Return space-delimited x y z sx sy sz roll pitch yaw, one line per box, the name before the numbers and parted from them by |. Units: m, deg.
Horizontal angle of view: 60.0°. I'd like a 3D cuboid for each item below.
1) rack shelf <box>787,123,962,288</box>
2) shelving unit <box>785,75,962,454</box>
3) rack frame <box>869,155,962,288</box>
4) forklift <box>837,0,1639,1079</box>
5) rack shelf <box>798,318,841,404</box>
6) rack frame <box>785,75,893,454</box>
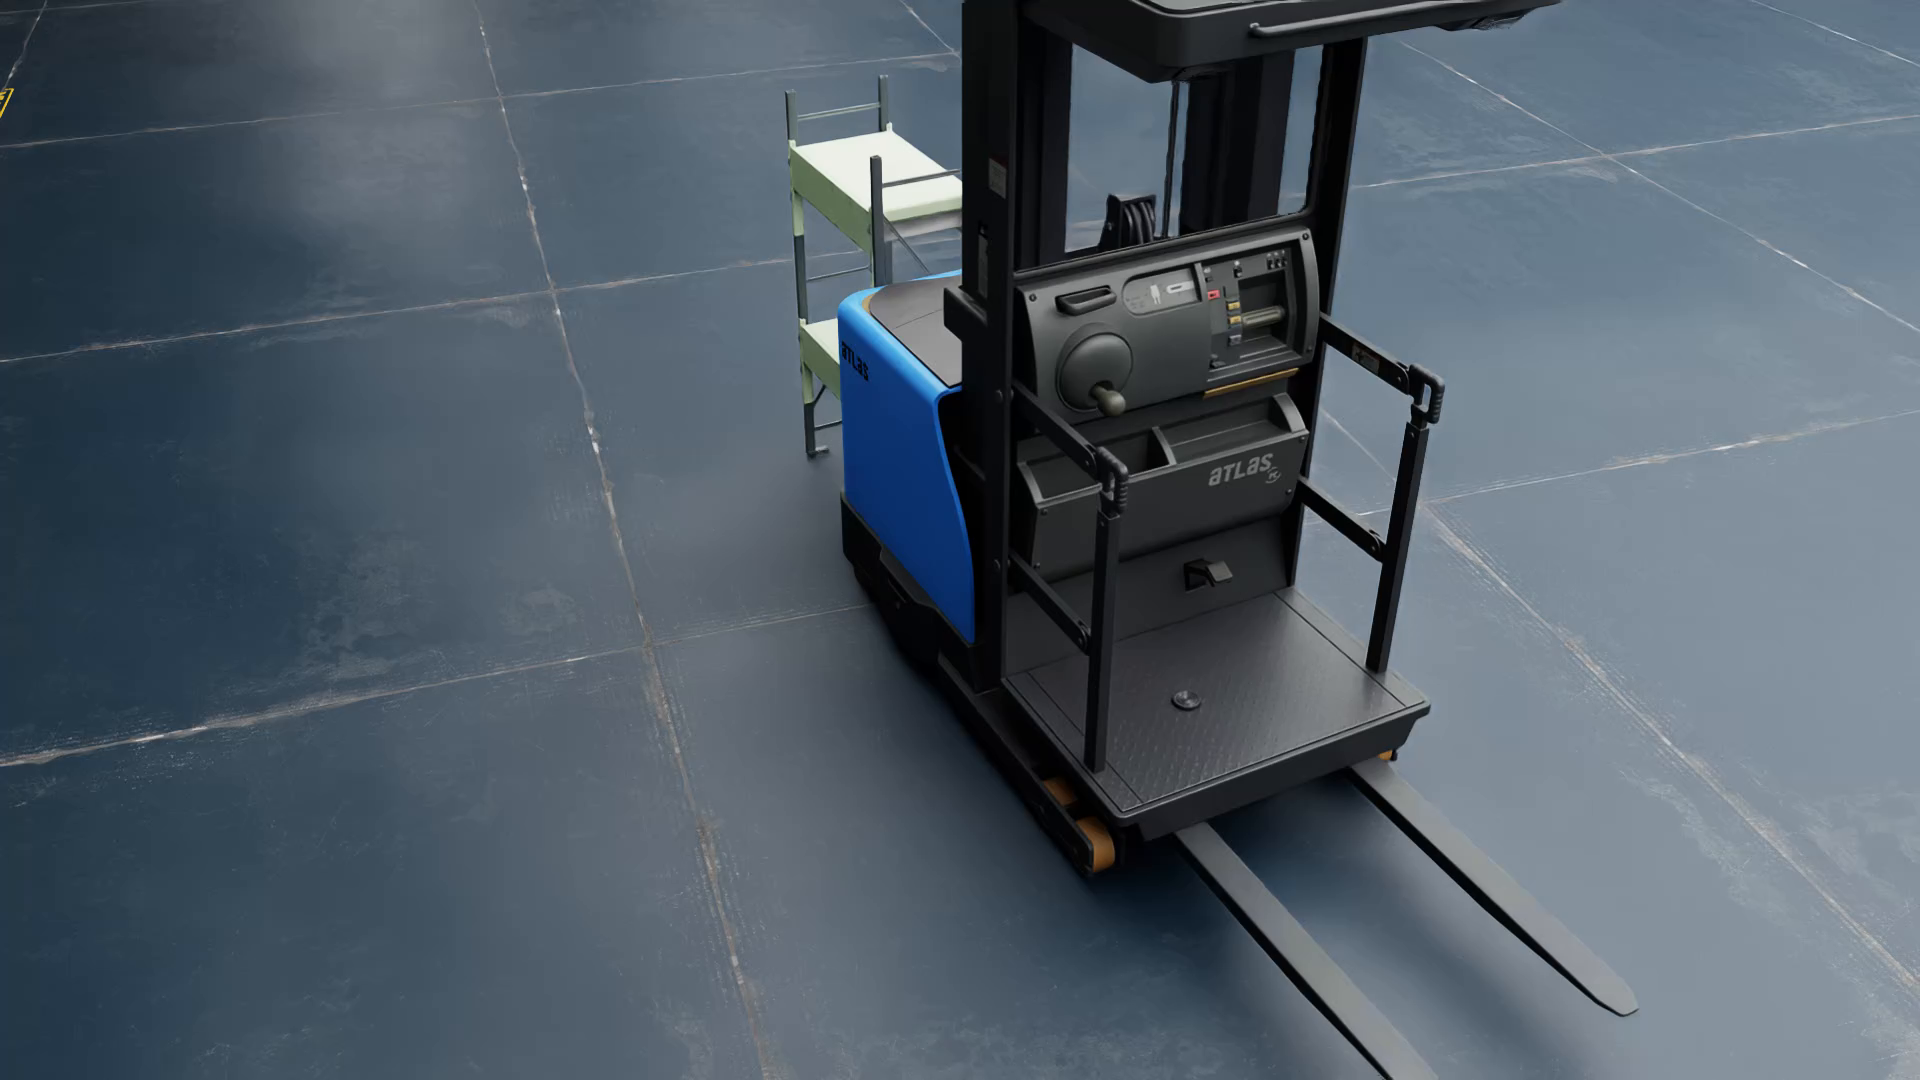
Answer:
rack shelf | -0.279 -1.176 5.961 0.431 0.370 0.720 -16 37 -22
shelving unit | -0.279 -0.850 6.176 0.431 1.500 0.755 -16 37 -22
rack frame | -0.113 -0.671 5.904 0.400 1.500 0.023 -16 37 -22
forklift | 0.693 -0.543 4.413 1.130 2.935 3.031 -16 37 -22
rack shelf | -0.279 -0.578 6.356 0.431 0.370 0.720 -16 37 -22
rack frame | -0.446 -1.030 6.448 0.400 1.500 0.023 -16 37 -22
